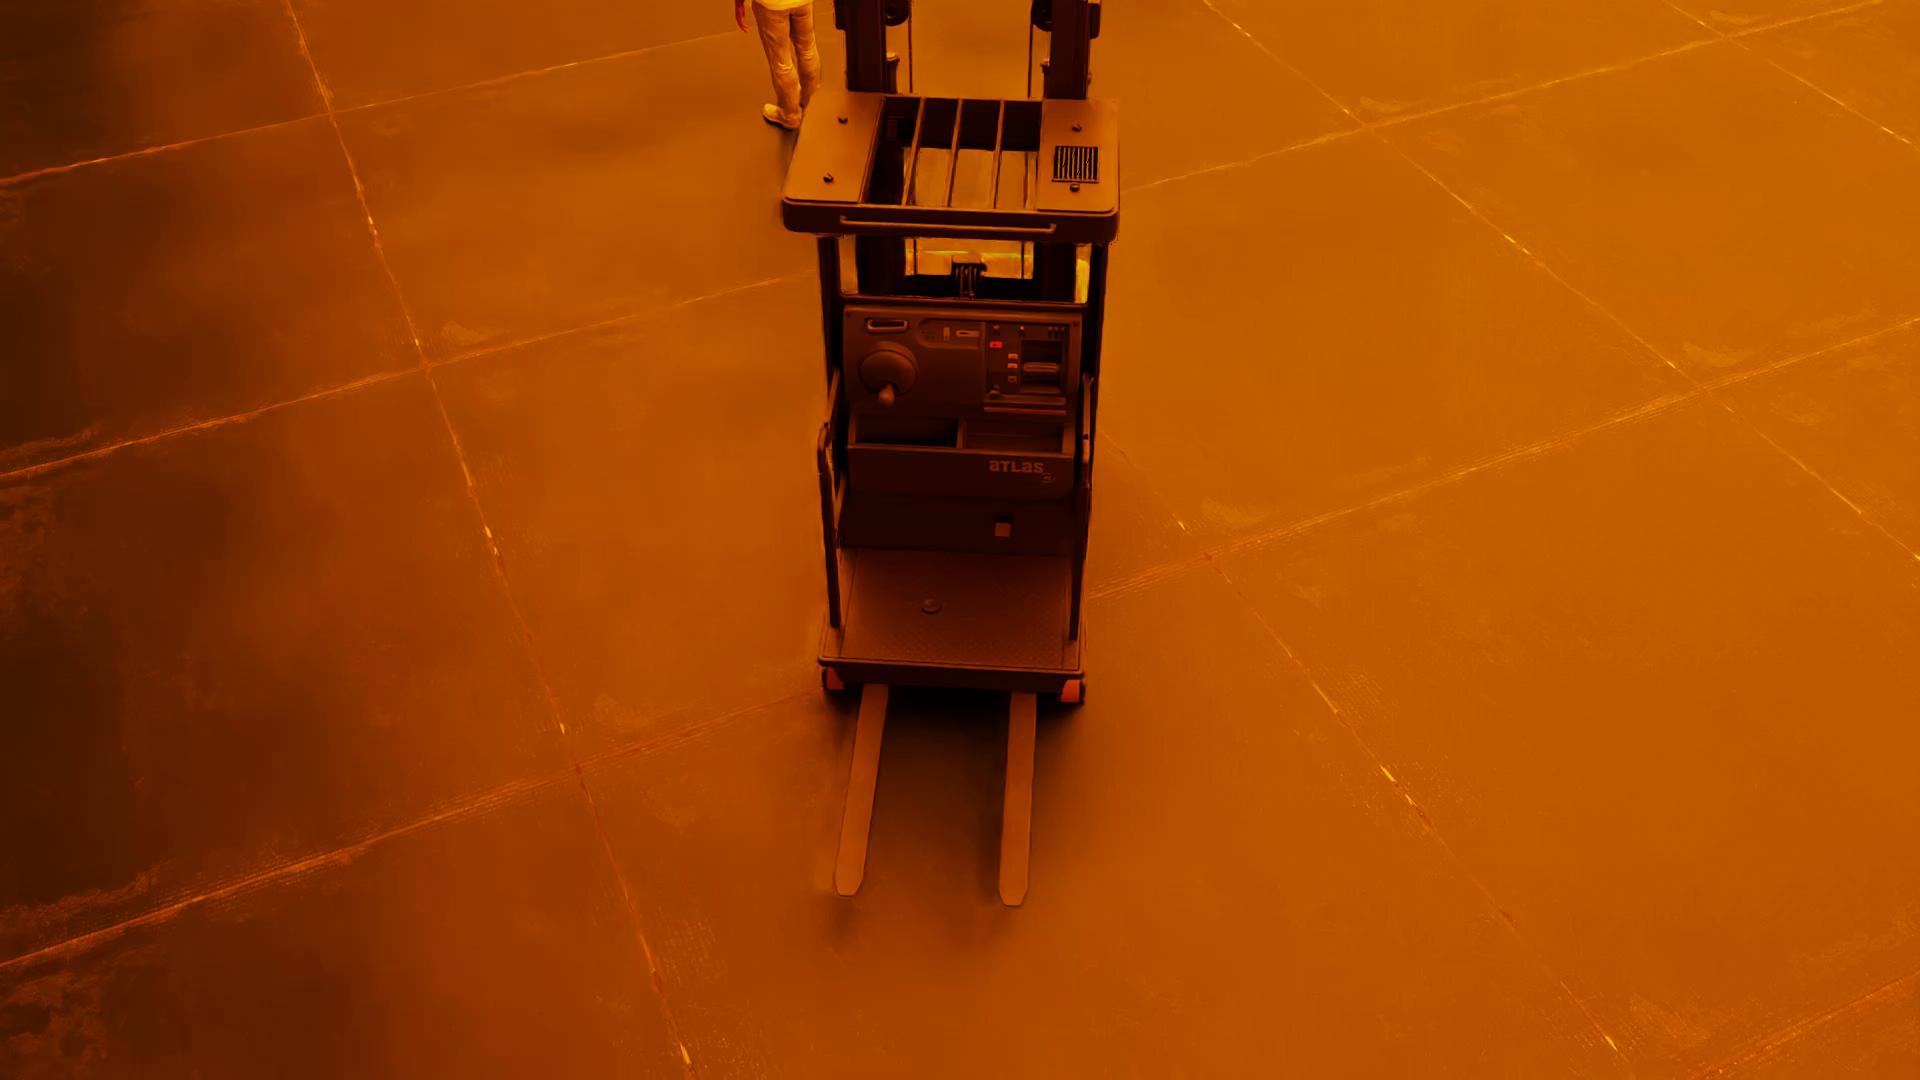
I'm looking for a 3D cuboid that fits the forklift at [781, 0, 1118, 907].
[{"bbox_3d":[-0.007,-0.618,6.342,1.130,2.935,3.031,3,43,3],"label":"forklift"}]

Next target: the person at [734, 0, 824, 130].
[{"bbox_3d":[-1.112,-3.349,10.112,0.666,1.765,0.577,-27,49,-26],"label":"person"}]
